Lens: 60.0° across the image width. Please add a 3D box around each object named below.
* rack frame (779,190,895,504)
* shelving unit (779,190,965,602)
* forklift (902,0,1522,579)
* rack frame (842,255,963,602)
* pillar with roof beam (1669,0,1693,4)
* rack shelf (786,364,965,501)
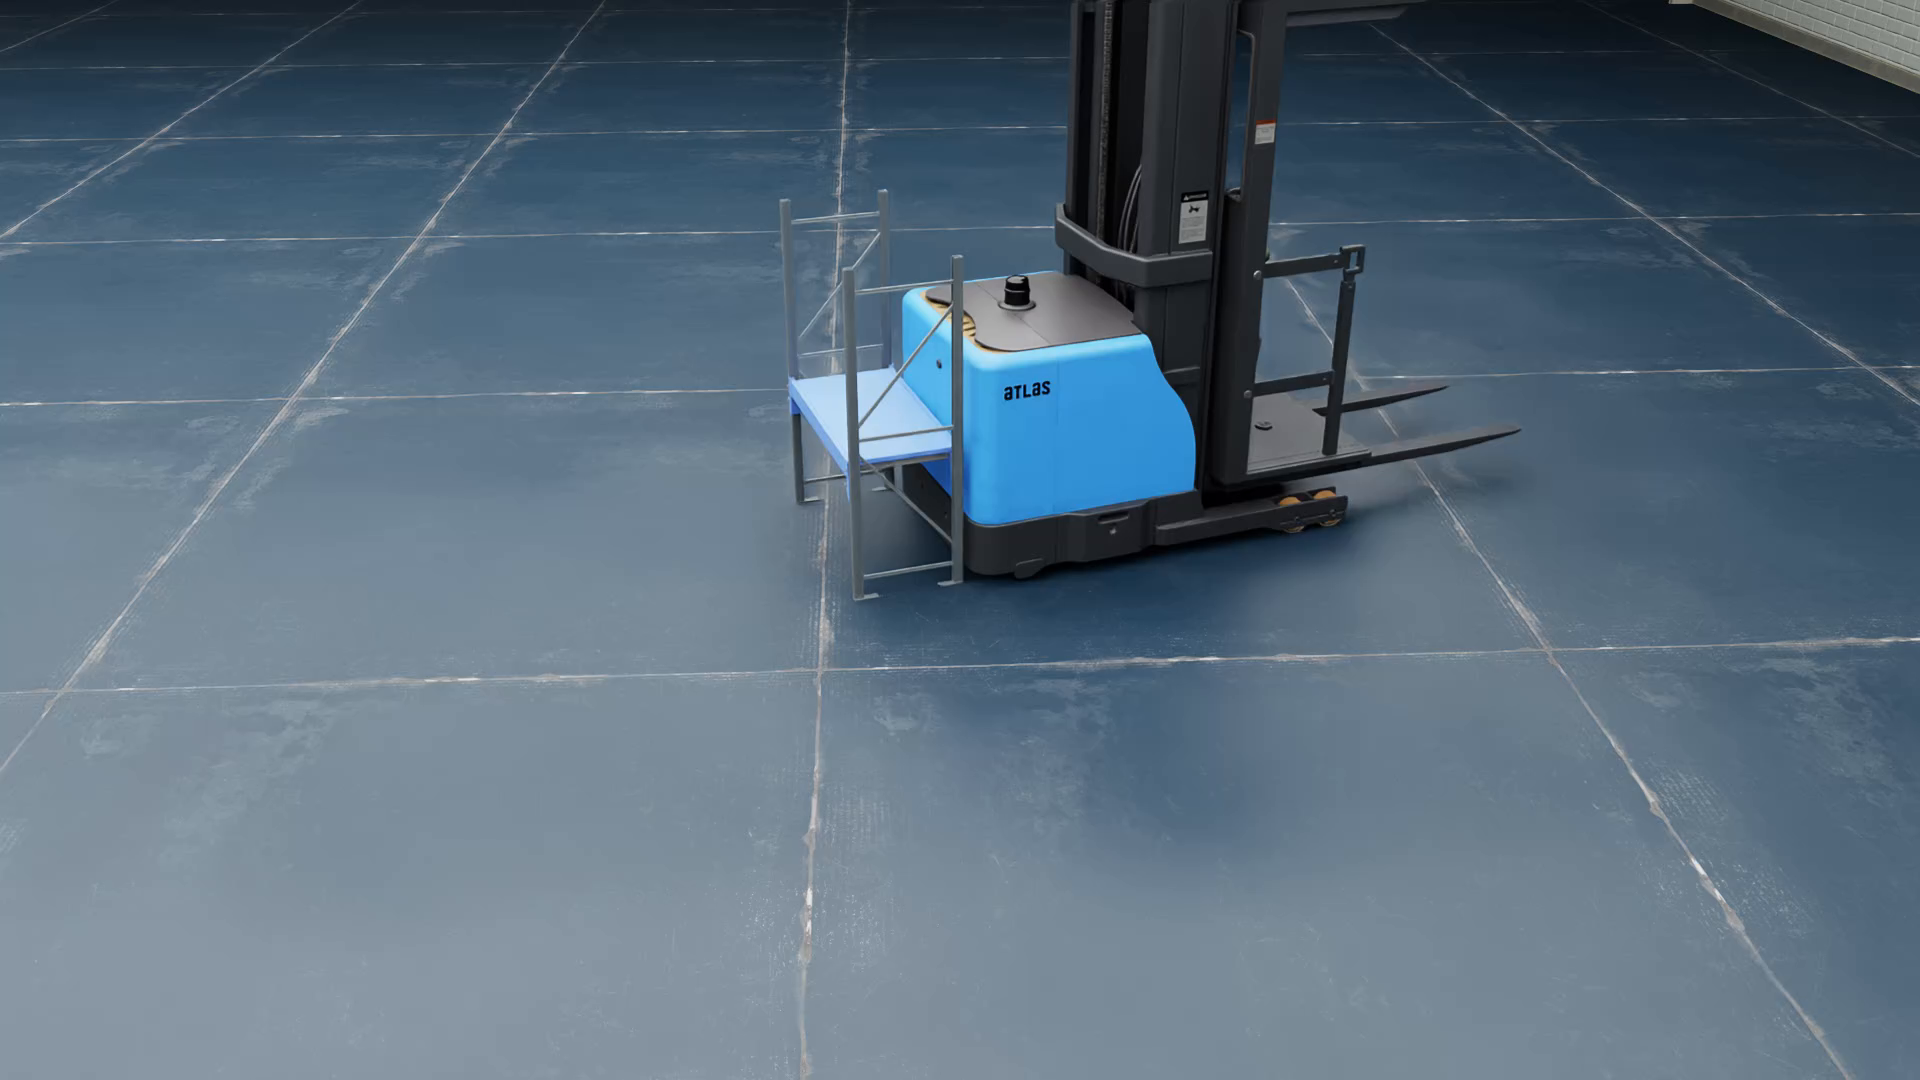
[{"bbox_3d":[-0.564,-0.884,7.822,0.500,1.500,0.032,-9,29,-17],"label":"rack frame"},{"bbox_3d":[-0.396,-0.662,7.397,0.538,1.500,1.048,-9,29,-17],"label":"shelving unit"},{"bbox_3d":[1.291,-1.547,7.547,3.031,2.935,1.130,-10,29,-19],"label":"forklift"},{"bbox_3d":[-0.227,-0.440,6.972,0.500,1.500,0.032,-9,29,-17],"label":"rack frame"},{"bbox_3d":[4.520,-10.532,18.211,9.100,9.000,0.400,-1,28,-3],"label":"pillar with roof beam"},{"bbox_3d":[-0.396,-0.503,7.480,0.538,0.185,1.000,-9,29,-17],"label":"rack shelf"}]
